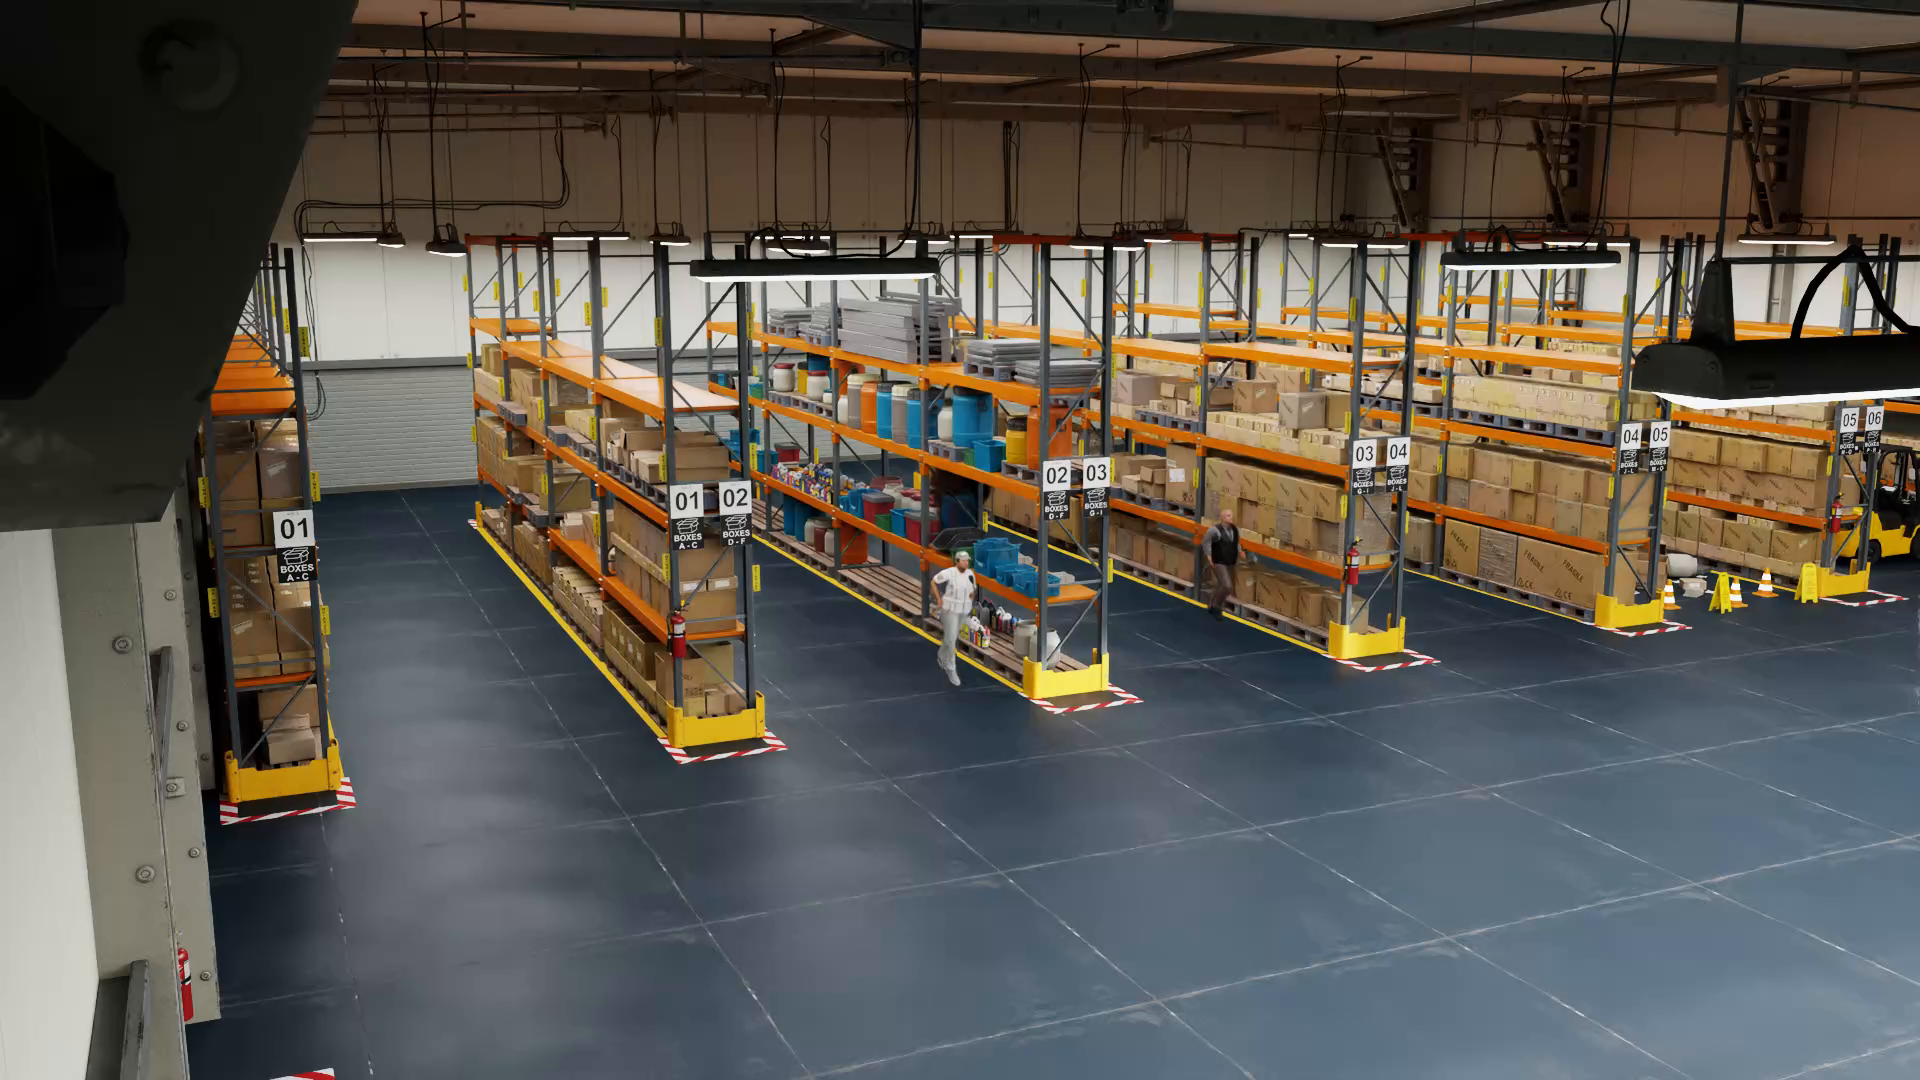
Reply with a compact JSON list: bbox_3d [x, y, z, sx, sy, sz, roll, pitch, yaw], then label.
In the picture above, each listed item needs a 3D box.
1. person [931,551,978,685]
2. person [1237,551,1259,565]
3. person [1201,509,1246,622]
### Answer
[{"bbox_3d":[-0.048,0.995,22.316,0.601,1.741,0.731,-8,13,-34],"label":"person"},{"bbox_3d":[5.347,-0.400,30.562,0.689,1.814,0.830,-6,13,-30],"label":"person"},{"bbox_3d":[4.020,0.387,25.296,0.595,1.739,0.733,-7,13,-34],"label":"person"}]
